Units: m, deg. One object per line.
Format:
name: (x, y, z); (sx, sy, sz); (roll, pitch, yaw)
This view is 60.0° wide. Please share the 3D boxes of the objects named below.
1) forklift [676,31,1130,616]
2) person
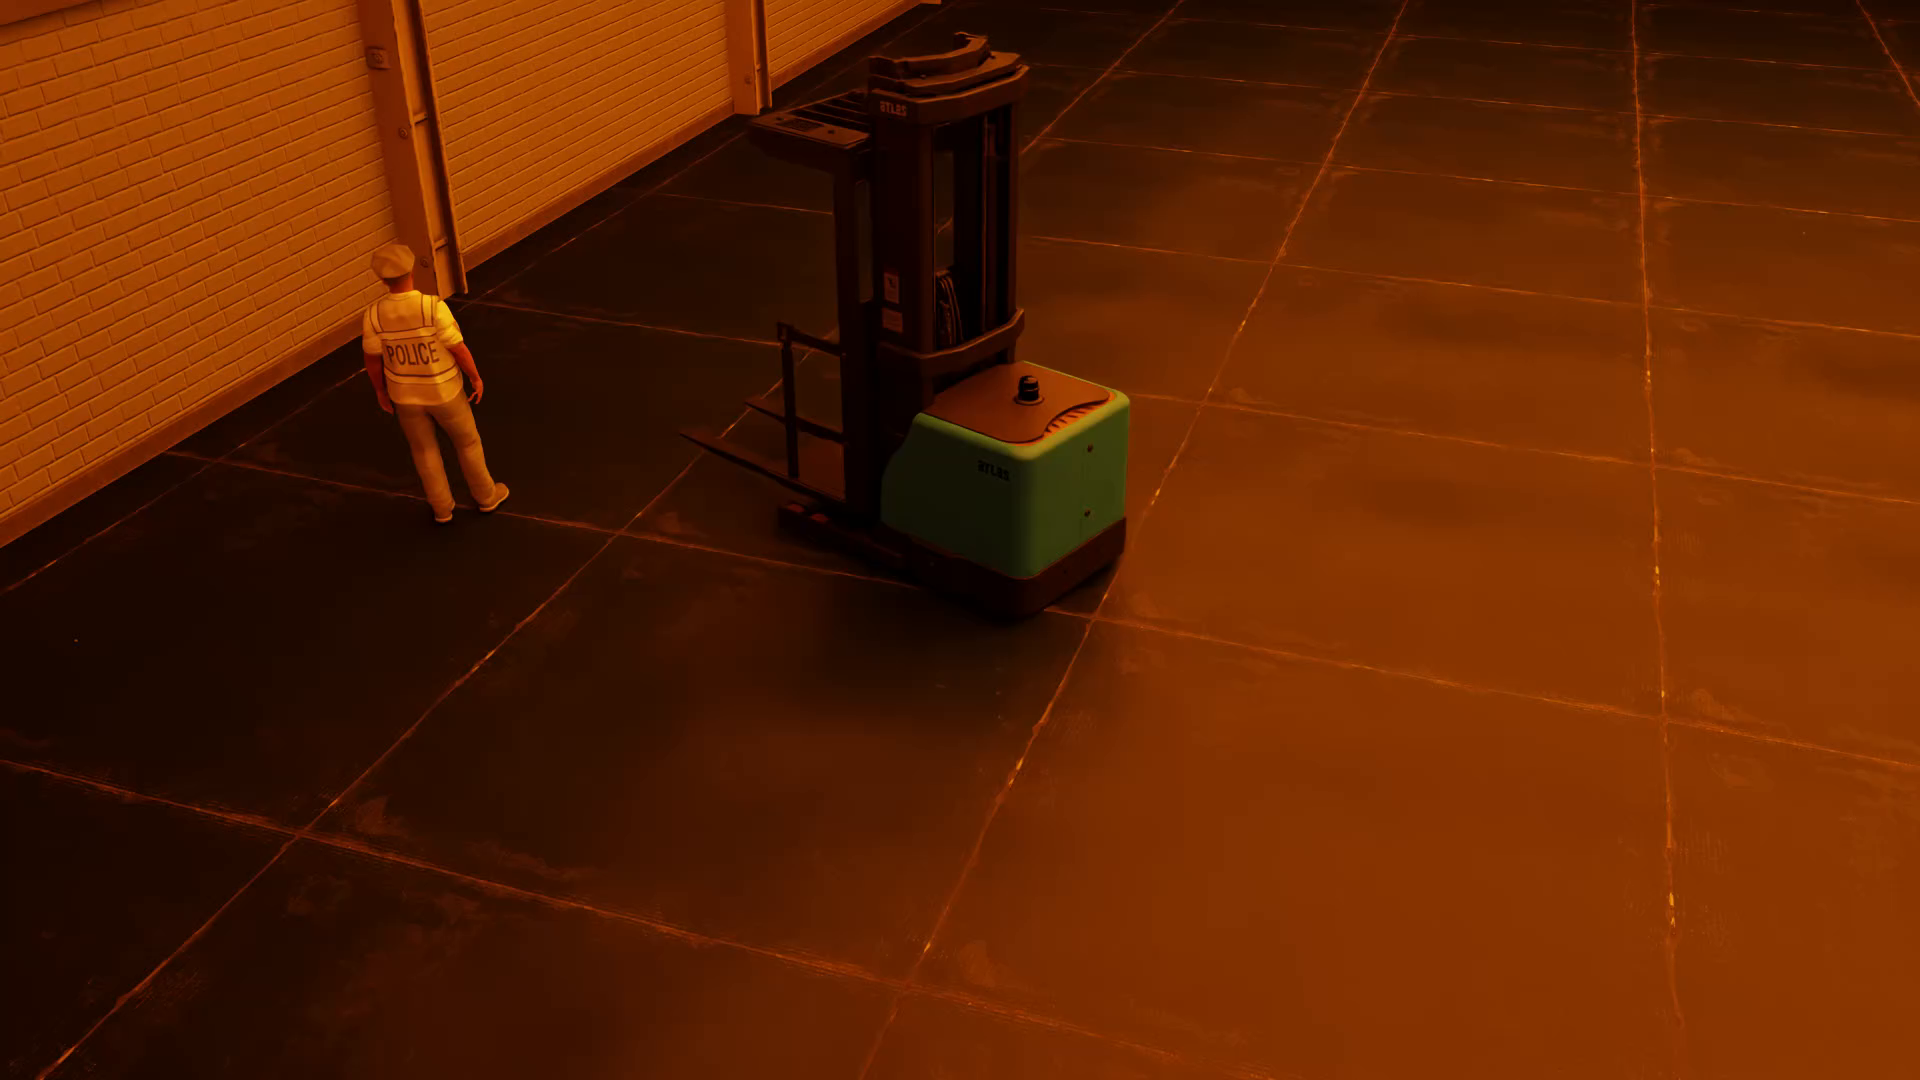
forklift: (-0.483, -1.446, 9.673); (3.031, 2.935, 1.130); (22, 36, 34)
person: (-3.167, -0.943, 9.937); (0.638, 1.781, 0.576); (-3, 30, -4)
